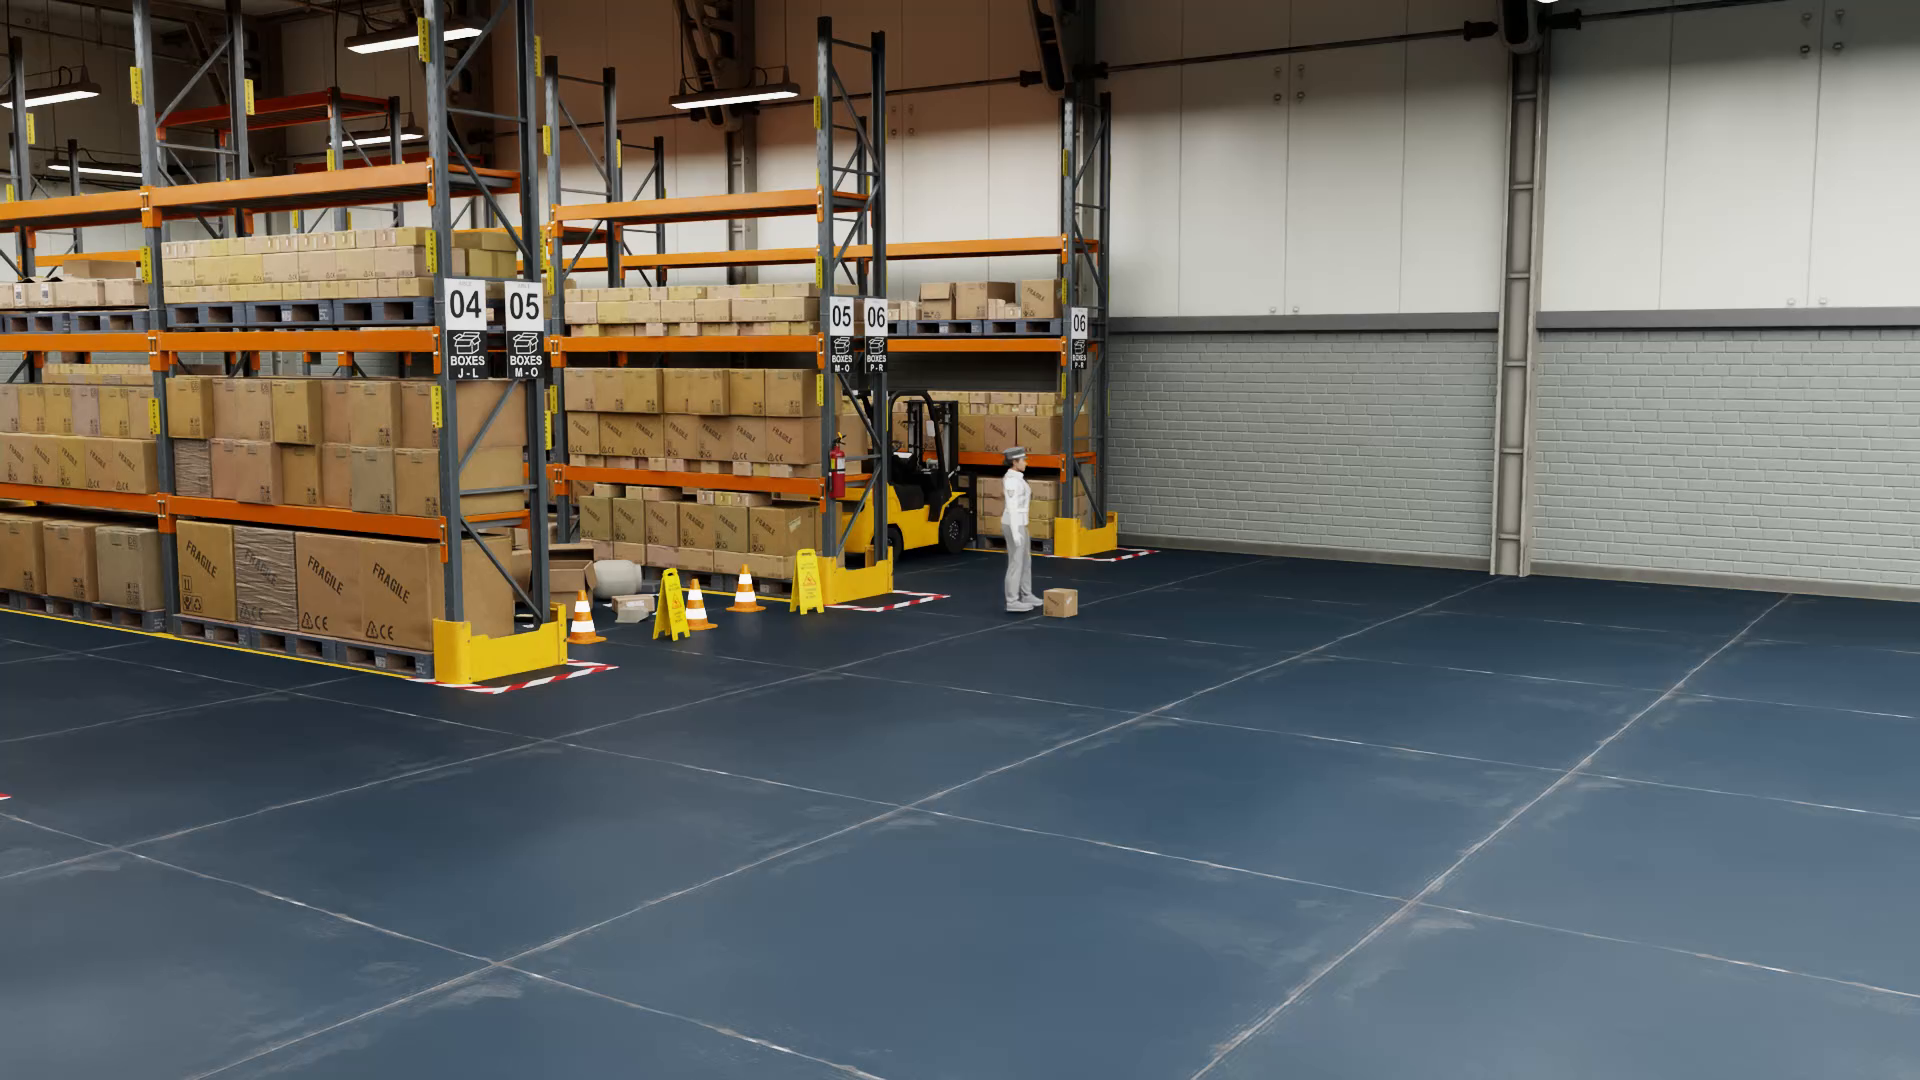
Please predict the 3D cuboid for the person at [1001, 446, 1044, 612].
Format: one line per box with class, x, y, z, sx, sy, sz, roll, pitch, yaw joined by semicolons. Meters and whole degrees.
person;0.655;-0.120;16.861;0.489;1.679;0.521;1;6;6
